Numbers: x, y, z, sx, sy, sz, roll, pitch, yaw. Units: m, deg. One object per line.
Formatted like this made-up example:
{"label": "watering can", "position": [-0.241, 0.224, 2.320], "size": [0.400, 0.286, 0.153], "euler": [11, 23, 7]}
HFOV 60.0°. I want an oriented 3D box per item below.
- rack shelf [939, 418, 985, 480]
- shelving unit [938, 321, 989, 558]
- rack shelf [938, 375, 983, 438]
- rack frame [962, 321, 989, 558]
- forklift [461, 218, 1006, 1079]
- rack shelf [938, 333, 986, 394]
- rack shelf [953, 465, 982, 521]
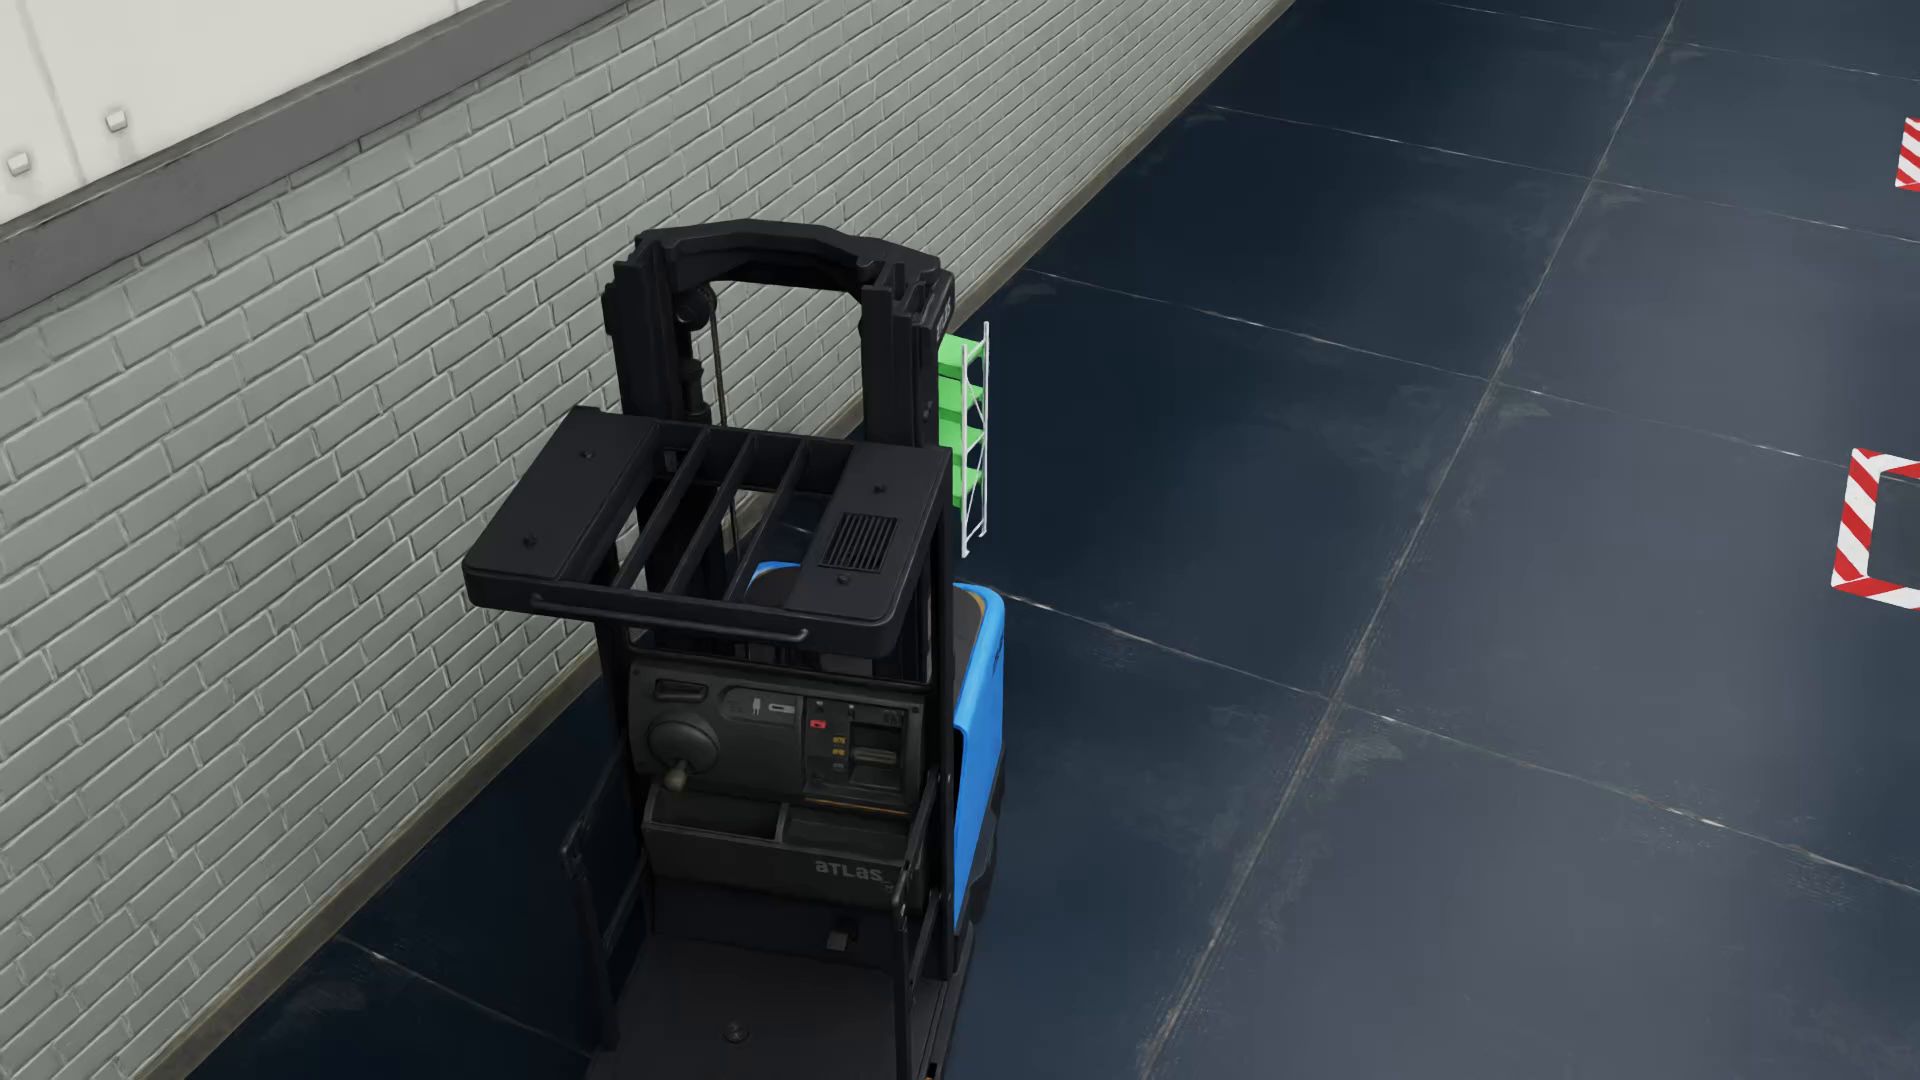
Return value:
{"label": "rack shelf", "position": [-0.147, -0.473, 8.006], "size": [0.480, 0.148, 0.258], "euler": [17, 41, 21]}
{"label": "shelving unit", "position": [-0.147, -0.524, 7.968], "size": [0.503, 1.200, 0.258], "euler": [17, 41, 21]}
{"label": "rack shelf", "position": [-0.147, -0.664, 7.861], "size": [0.480, 0.148, 0.258], "euler": [17, 41, 21]}
{"label": "rack frame", "position": [0.070, -0.456, 7.878], "size": [0.015, 1.200, 0.240], "euler": [17, 41, 21]}
{"label": "forklift", "position": [-0.610, 0.684, 4.945], "size": [1.130, 2.935, 3.031], "euler": [7, 38, 9]}
{"label": "rack shelf", "position": [-0.147, -0.855, 7.716], "size": [0.480, 0.148, 0.258], "euler": [17, 41, 21]}
{"label": "rack shelf", "position": [-0.147, -0.282, 8.151], "size": [0.480, 0.148, 0.258], "euler": [17, 41, 21]}
